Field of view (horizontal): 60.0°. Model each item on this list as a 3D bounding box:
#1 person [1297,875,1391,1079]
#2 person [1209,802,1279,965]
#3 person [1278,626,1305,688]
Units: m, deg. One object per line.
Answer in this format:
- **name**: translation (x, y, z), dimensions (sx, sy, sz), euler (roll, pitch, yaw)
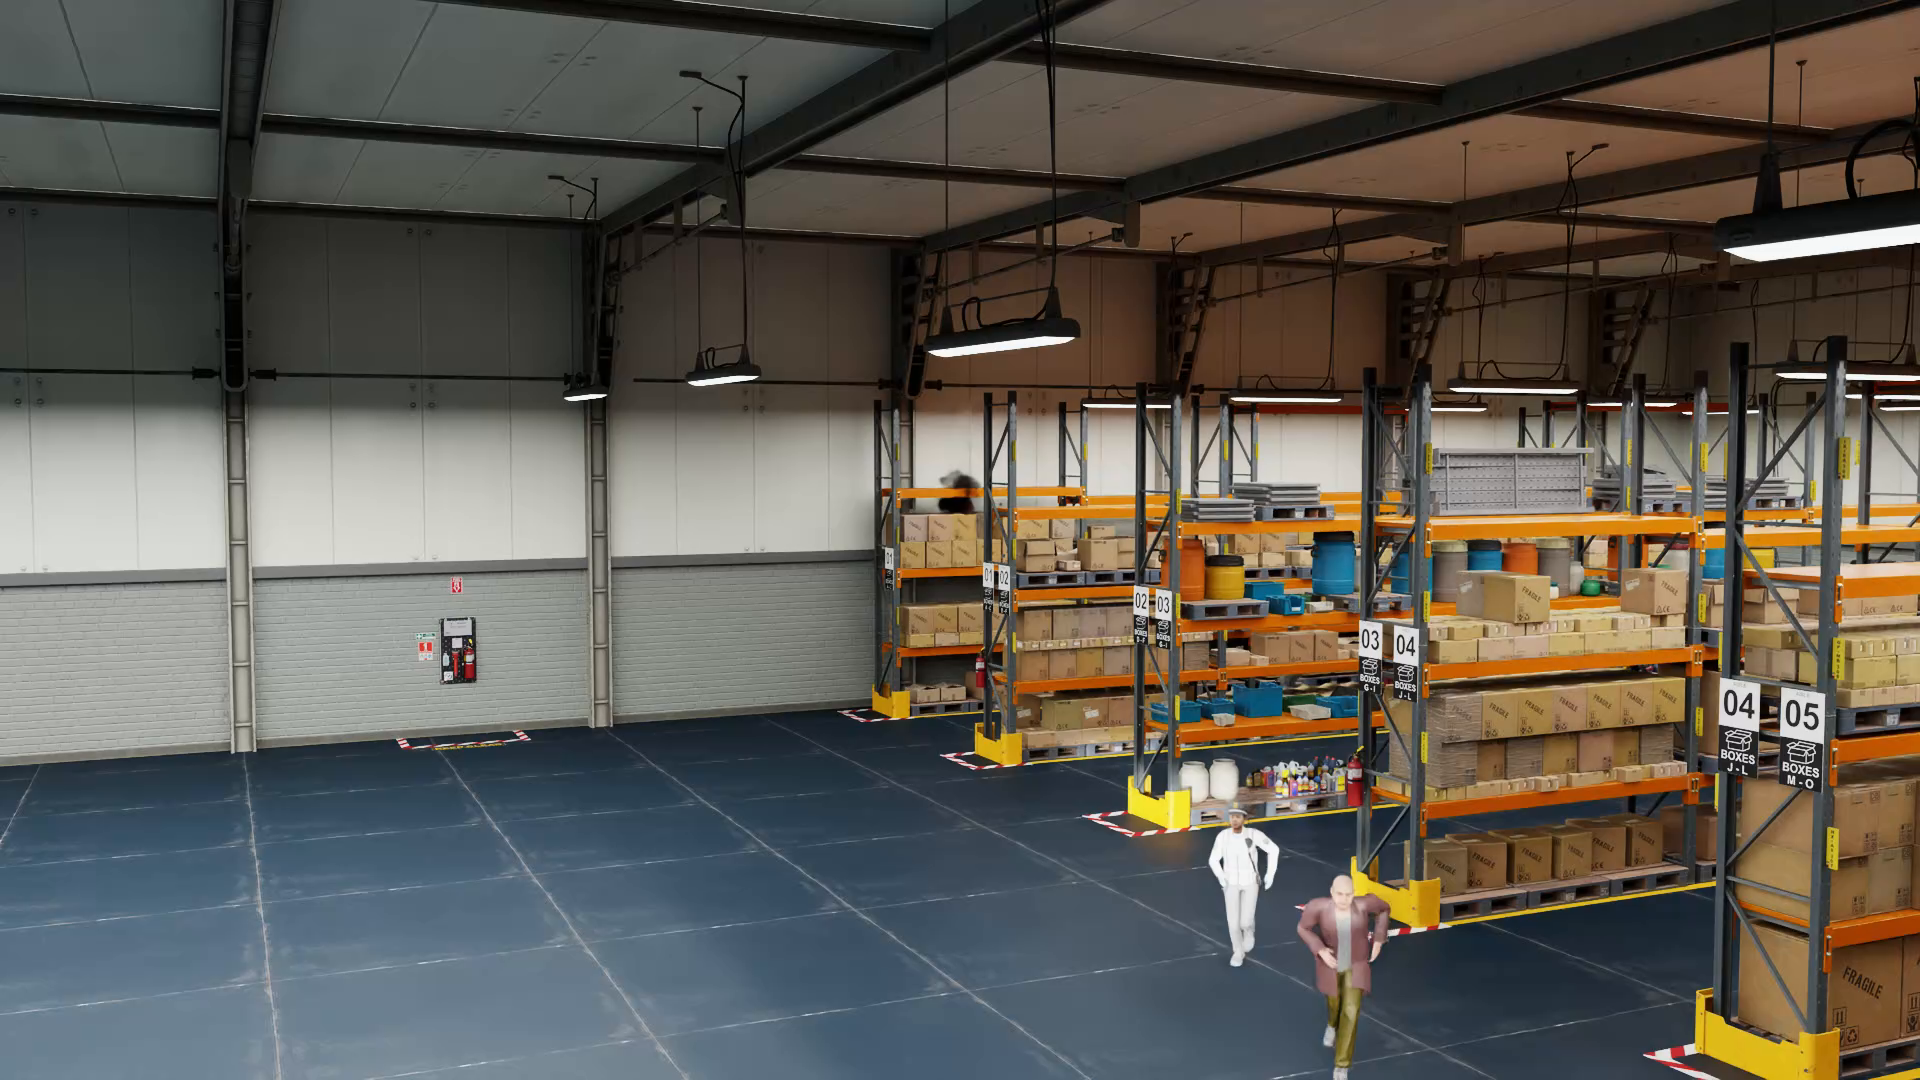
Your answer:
- **person**: translation (3.158, 3.569, 13.747), dimensions (0.754, 1.680, 1.082), euler (1, 3, 9)
- **person**: translation (2.766, 3.391, 16.336), dimensions (0.650, 1.649, 0.633), euler (1, 4, 22)
- **person**: translation (6.511, 2.446, 32.609), dimensions (0.792, 1.691, 0.578), euler (-2, 4, -34)
